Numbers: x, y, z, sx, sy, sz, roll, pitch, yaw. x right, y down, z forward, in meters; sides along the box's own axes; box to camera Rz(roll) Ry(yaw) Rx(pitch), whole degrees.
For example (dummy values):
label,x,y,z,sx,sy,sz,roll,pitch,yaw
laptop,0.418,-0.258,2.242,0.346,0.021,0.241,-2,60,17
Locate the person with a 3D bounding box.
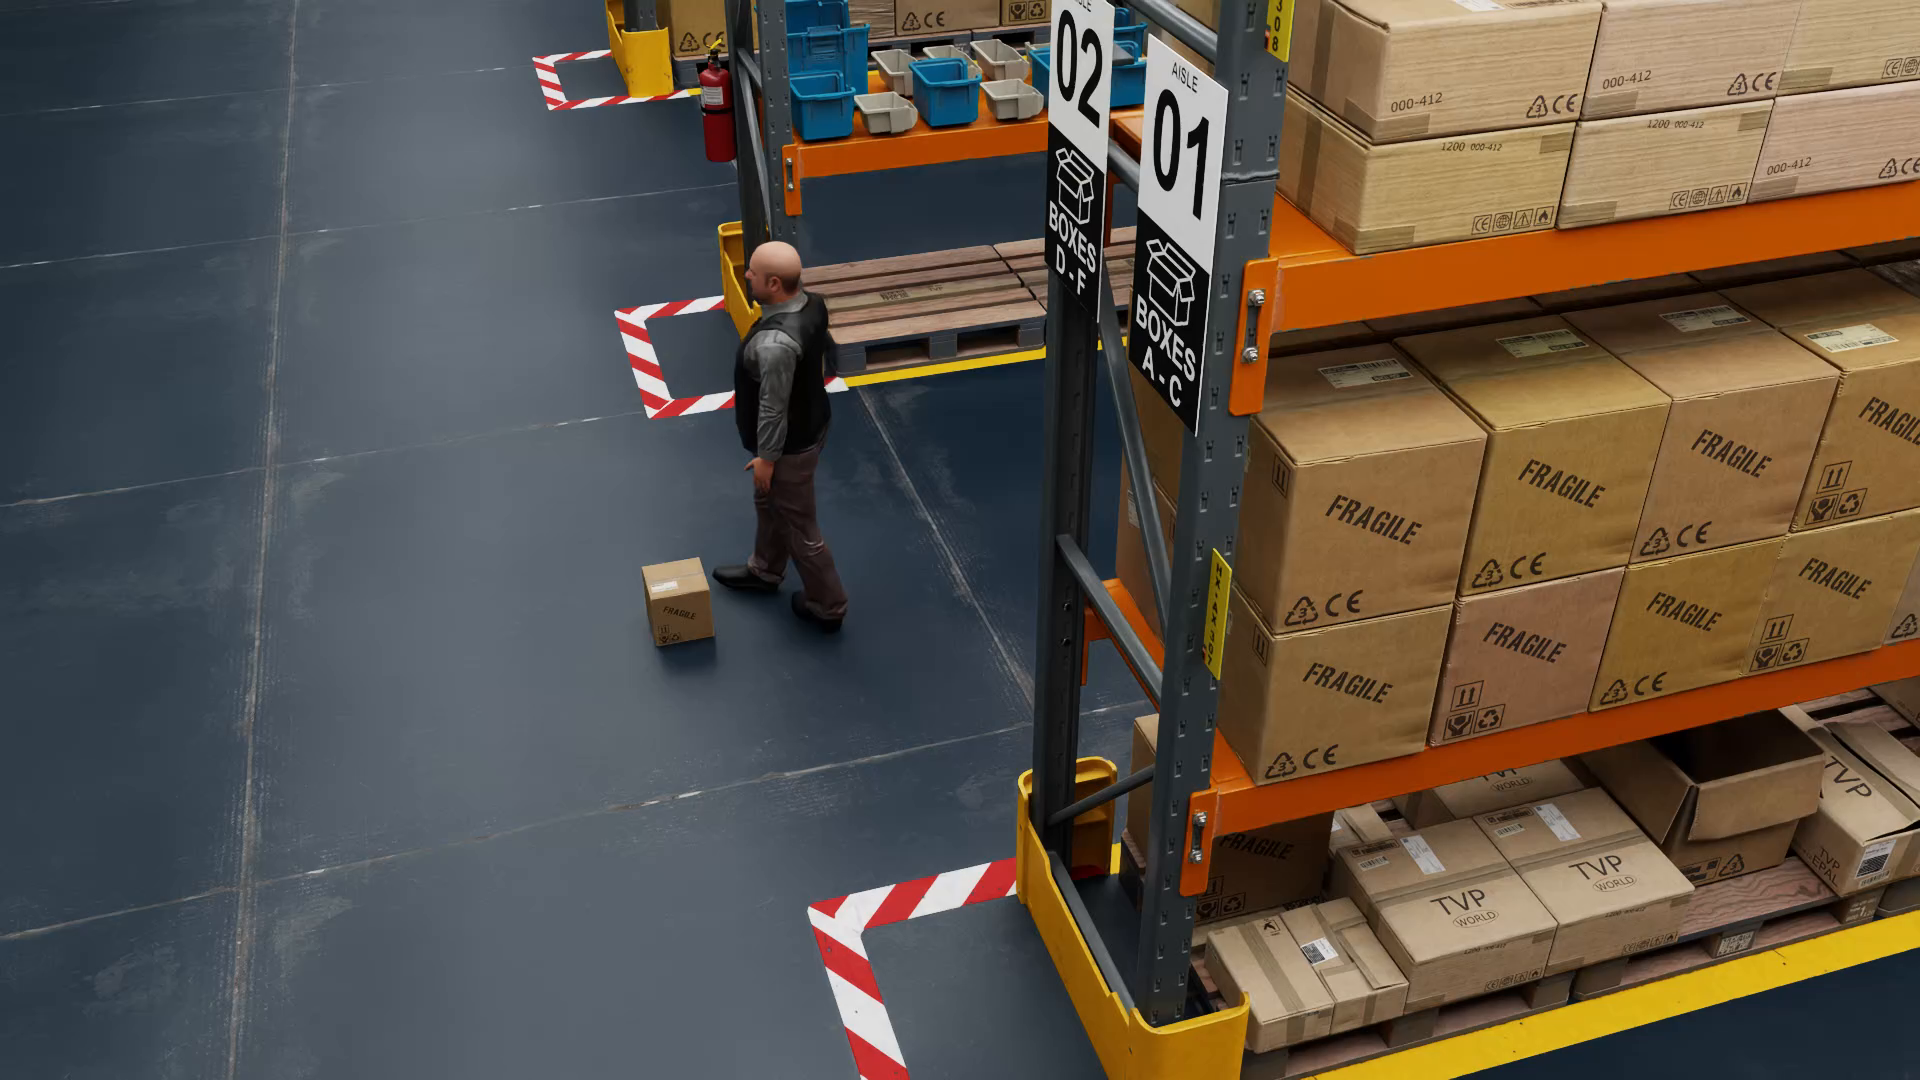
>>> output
label,x,y,z,sx,sy,sz,roll,pitch,yaw
person,-0.790,-0.423,6.794,0.670,1.716,0.538,6,34,10
